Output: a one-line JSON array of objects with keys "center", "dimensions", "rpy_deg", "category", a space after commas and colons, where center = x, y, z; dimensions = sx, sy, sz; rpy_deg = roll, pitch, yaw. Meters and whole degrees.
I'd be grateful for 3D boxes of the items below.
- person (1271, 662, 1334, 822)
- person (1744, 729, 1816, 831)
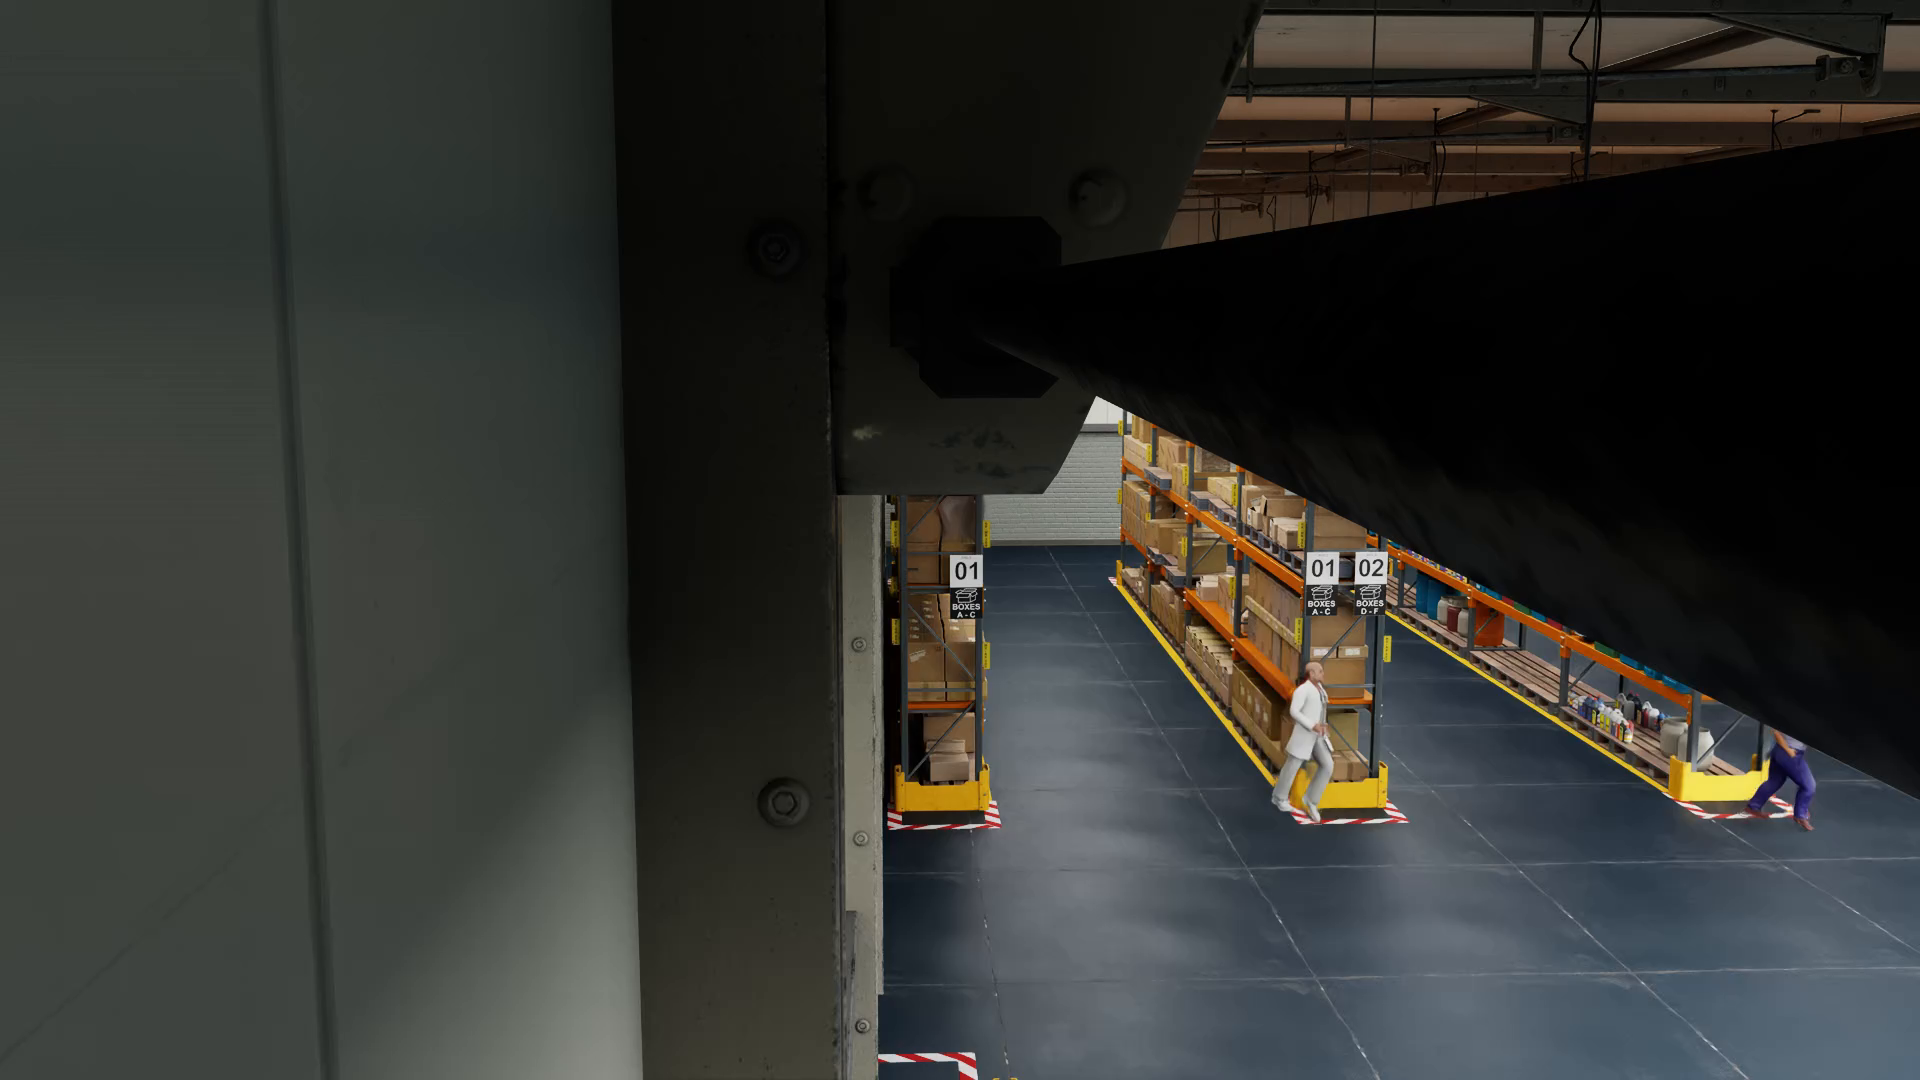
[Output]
[{"center": [4.102, 2.344, 19.554], "dimensions": [0.773, 1.847, 0.699], "rpy_deg": [-8, 12, -44], "category": "person"}, {"center": [9.807, 2.625, 19.739], "dimensions": [0.744, 1.687, 0.592], "rpy_deg": [2, 9, 11], "category": "person"}]
